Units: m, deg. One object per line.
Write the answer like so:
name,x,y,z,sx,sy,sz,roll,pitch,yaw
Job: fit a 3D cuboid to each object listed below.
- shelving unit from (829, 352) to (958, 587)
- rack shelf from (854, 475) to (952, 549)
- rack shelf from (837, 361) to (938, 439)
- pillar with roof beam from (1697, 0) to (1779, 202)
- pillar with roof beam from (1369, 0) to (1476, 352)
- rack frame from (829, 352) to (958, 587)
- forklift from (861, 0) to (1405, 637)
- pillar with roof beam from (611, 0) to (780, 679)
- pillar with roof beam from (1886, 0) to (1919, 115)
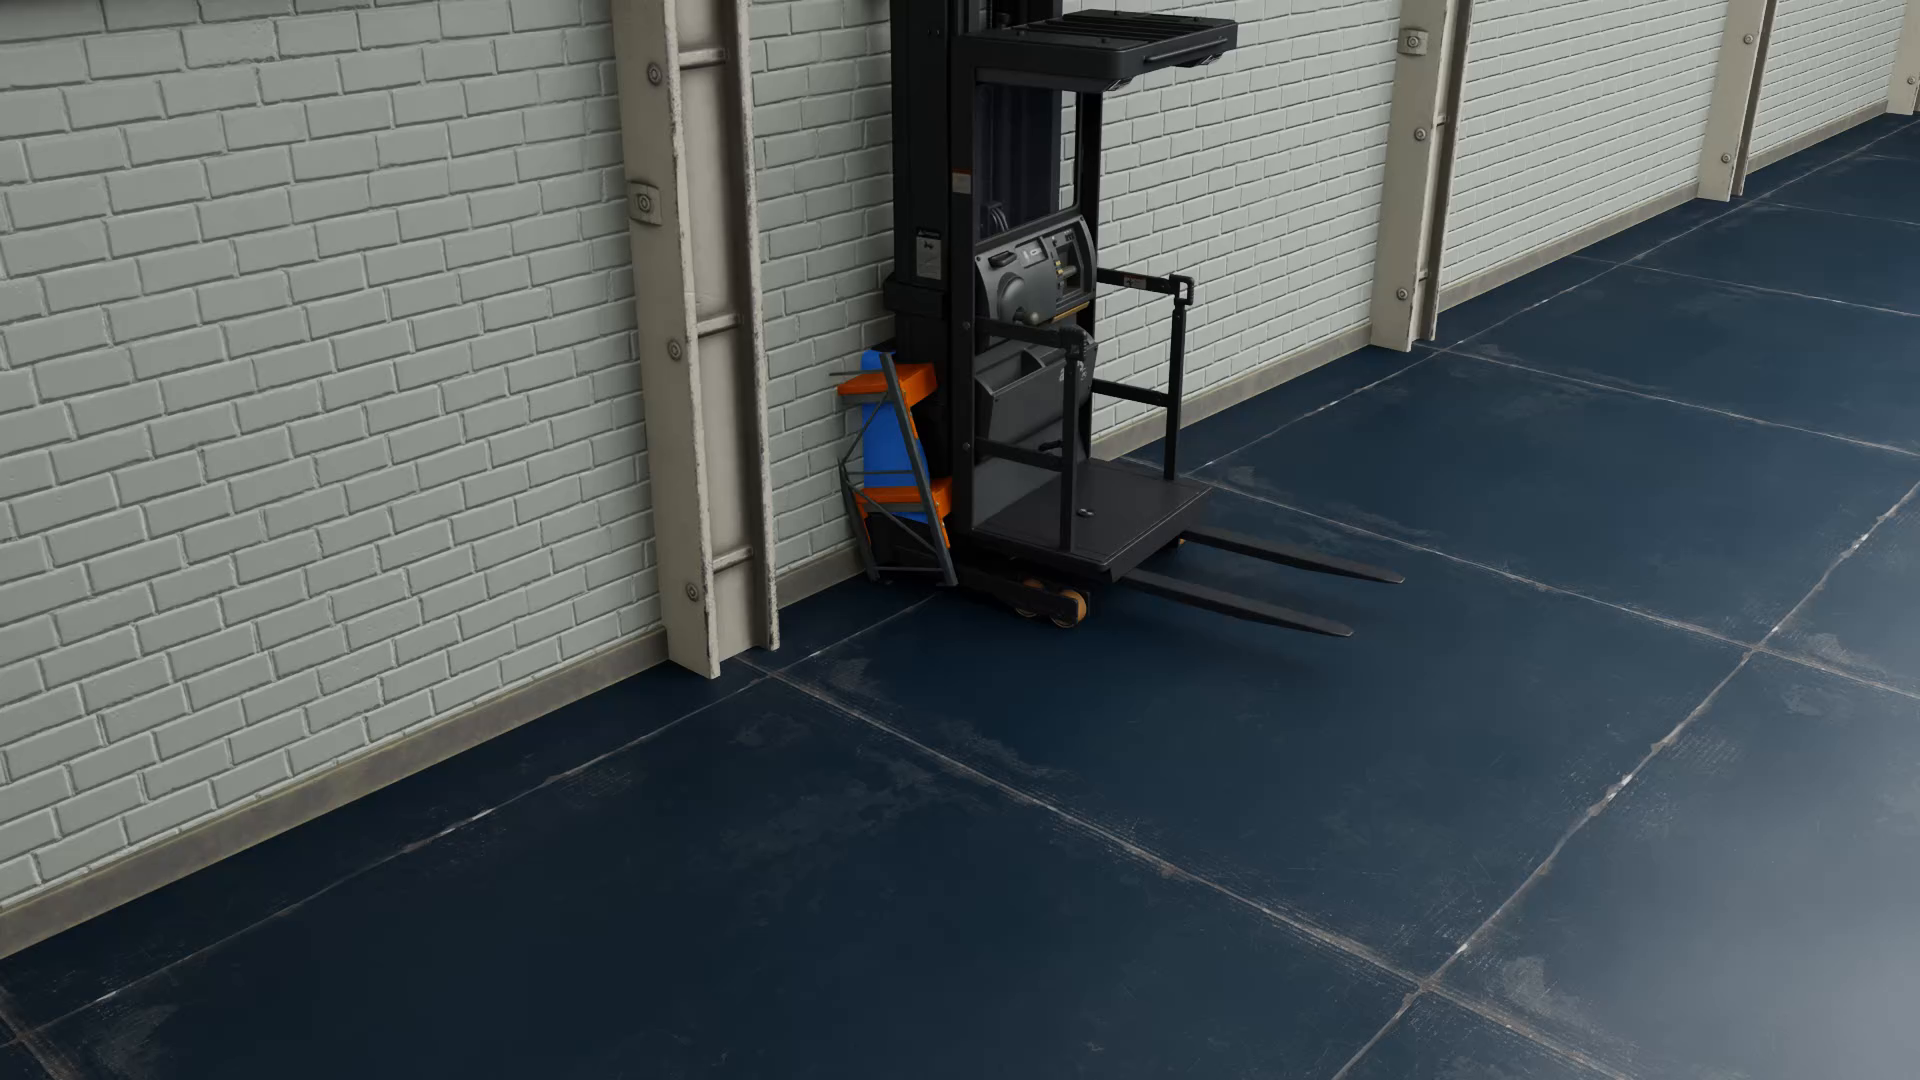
shelving unit,-0.085,-0.525,7.881,0.538,1.125,1.048,0,26,37
rack shelf,-0.021,-0.305,7.967,0.538,0.278,1.000,0,26,37
rack shelf,-0.161,-0.788,7.778,0.538,0.278,1.000,0,26,37
pillar with roof beam,10.190,-6.106,10.870,9.100,9.000,0.400,20,31,38
pillar with roof beam,6.186,-4.278,6.793,9.100,9.000,0.400,20,31,38
rack frame,-0.362,-0.302,7.517,0.500,1.125,0.032,0,26,37
forklift,0.520,-1.196,7.334,3.031,2.935,1.130,15,28,30
pillar with roof beam,2.182,-2.450,2.716,9.100,9.000,0.400,20,31,38
pillar with roof beam,14.195,-7.934,14.947,9.100,9.000,0.400,20,31,38
